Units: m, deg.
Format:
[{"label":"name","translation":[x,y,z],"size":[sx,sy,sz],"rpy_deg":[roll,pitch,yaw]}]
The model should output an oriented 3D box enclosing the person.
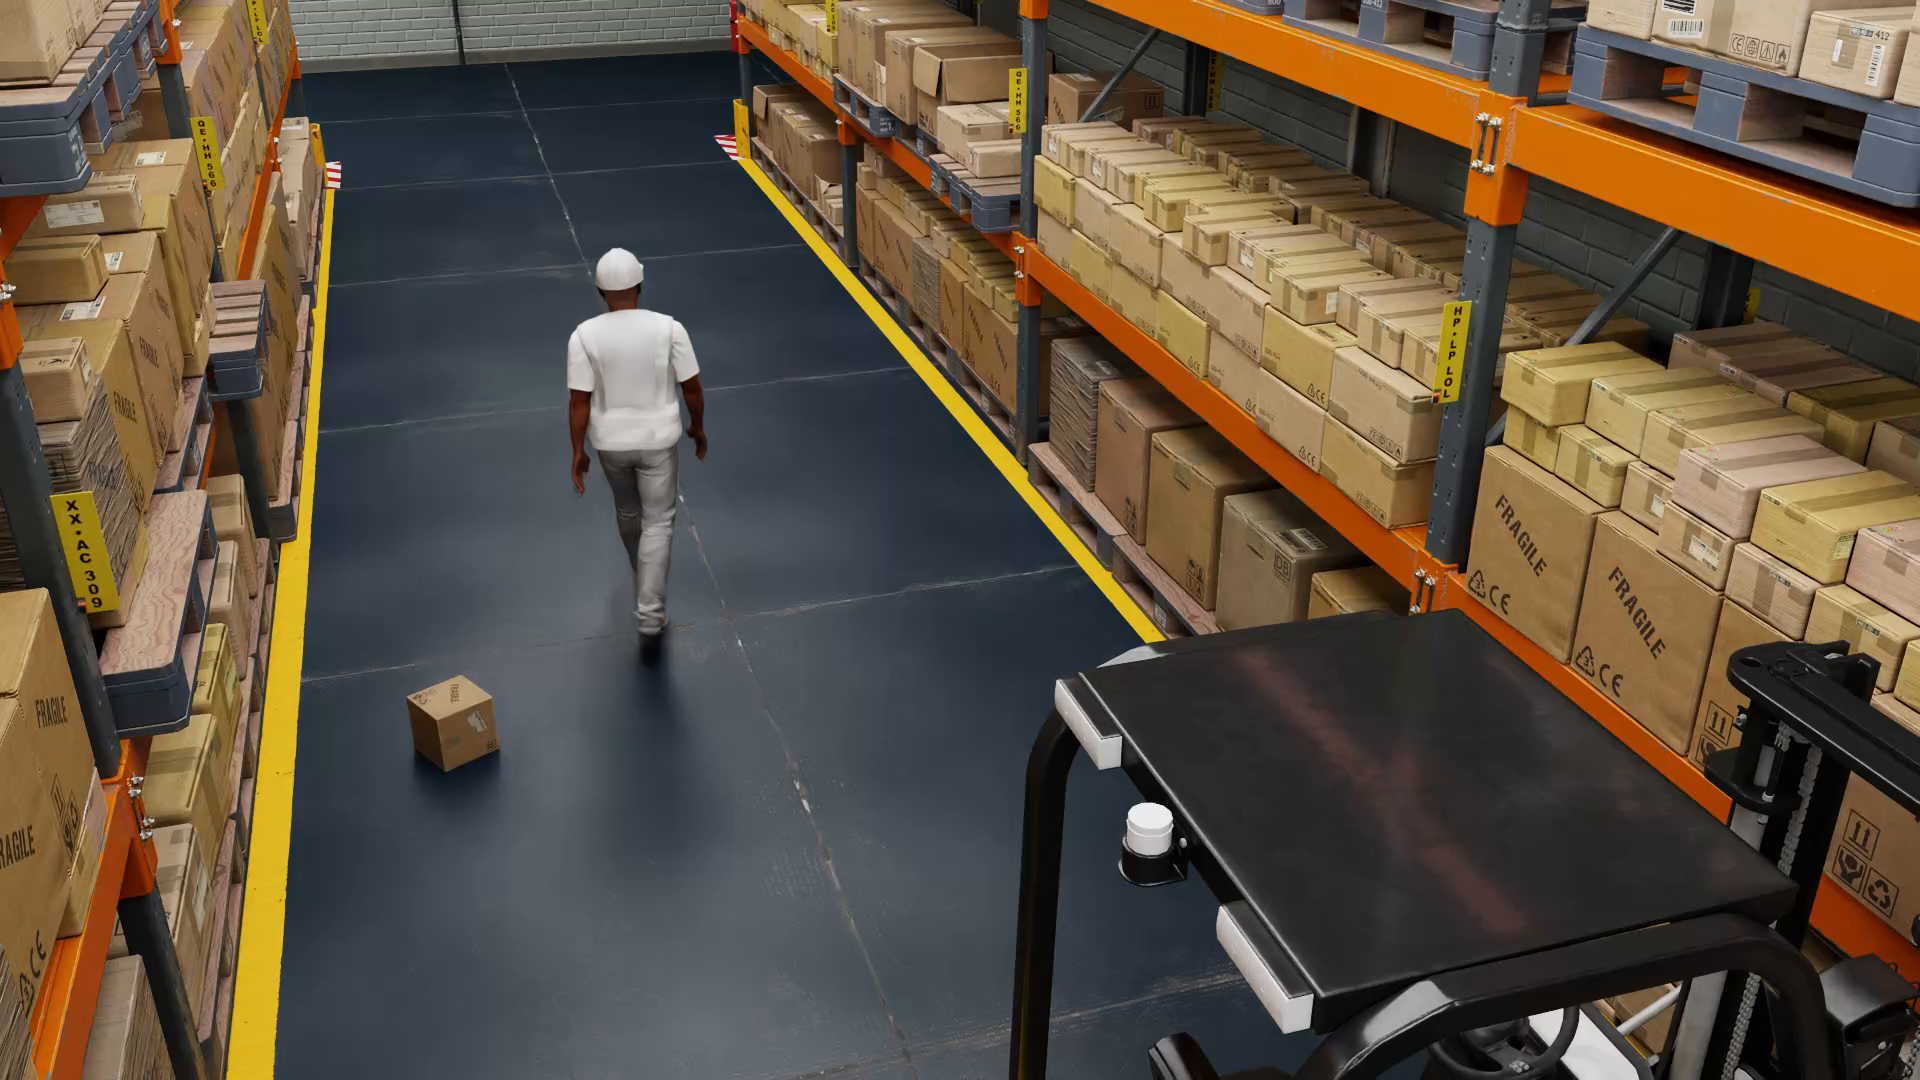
[{"label":"person","translation":[-1.455,-0.456,7.537],"size":[0.596,1.726,1.042],"rpy_deg":[-2,26,-3]}]
